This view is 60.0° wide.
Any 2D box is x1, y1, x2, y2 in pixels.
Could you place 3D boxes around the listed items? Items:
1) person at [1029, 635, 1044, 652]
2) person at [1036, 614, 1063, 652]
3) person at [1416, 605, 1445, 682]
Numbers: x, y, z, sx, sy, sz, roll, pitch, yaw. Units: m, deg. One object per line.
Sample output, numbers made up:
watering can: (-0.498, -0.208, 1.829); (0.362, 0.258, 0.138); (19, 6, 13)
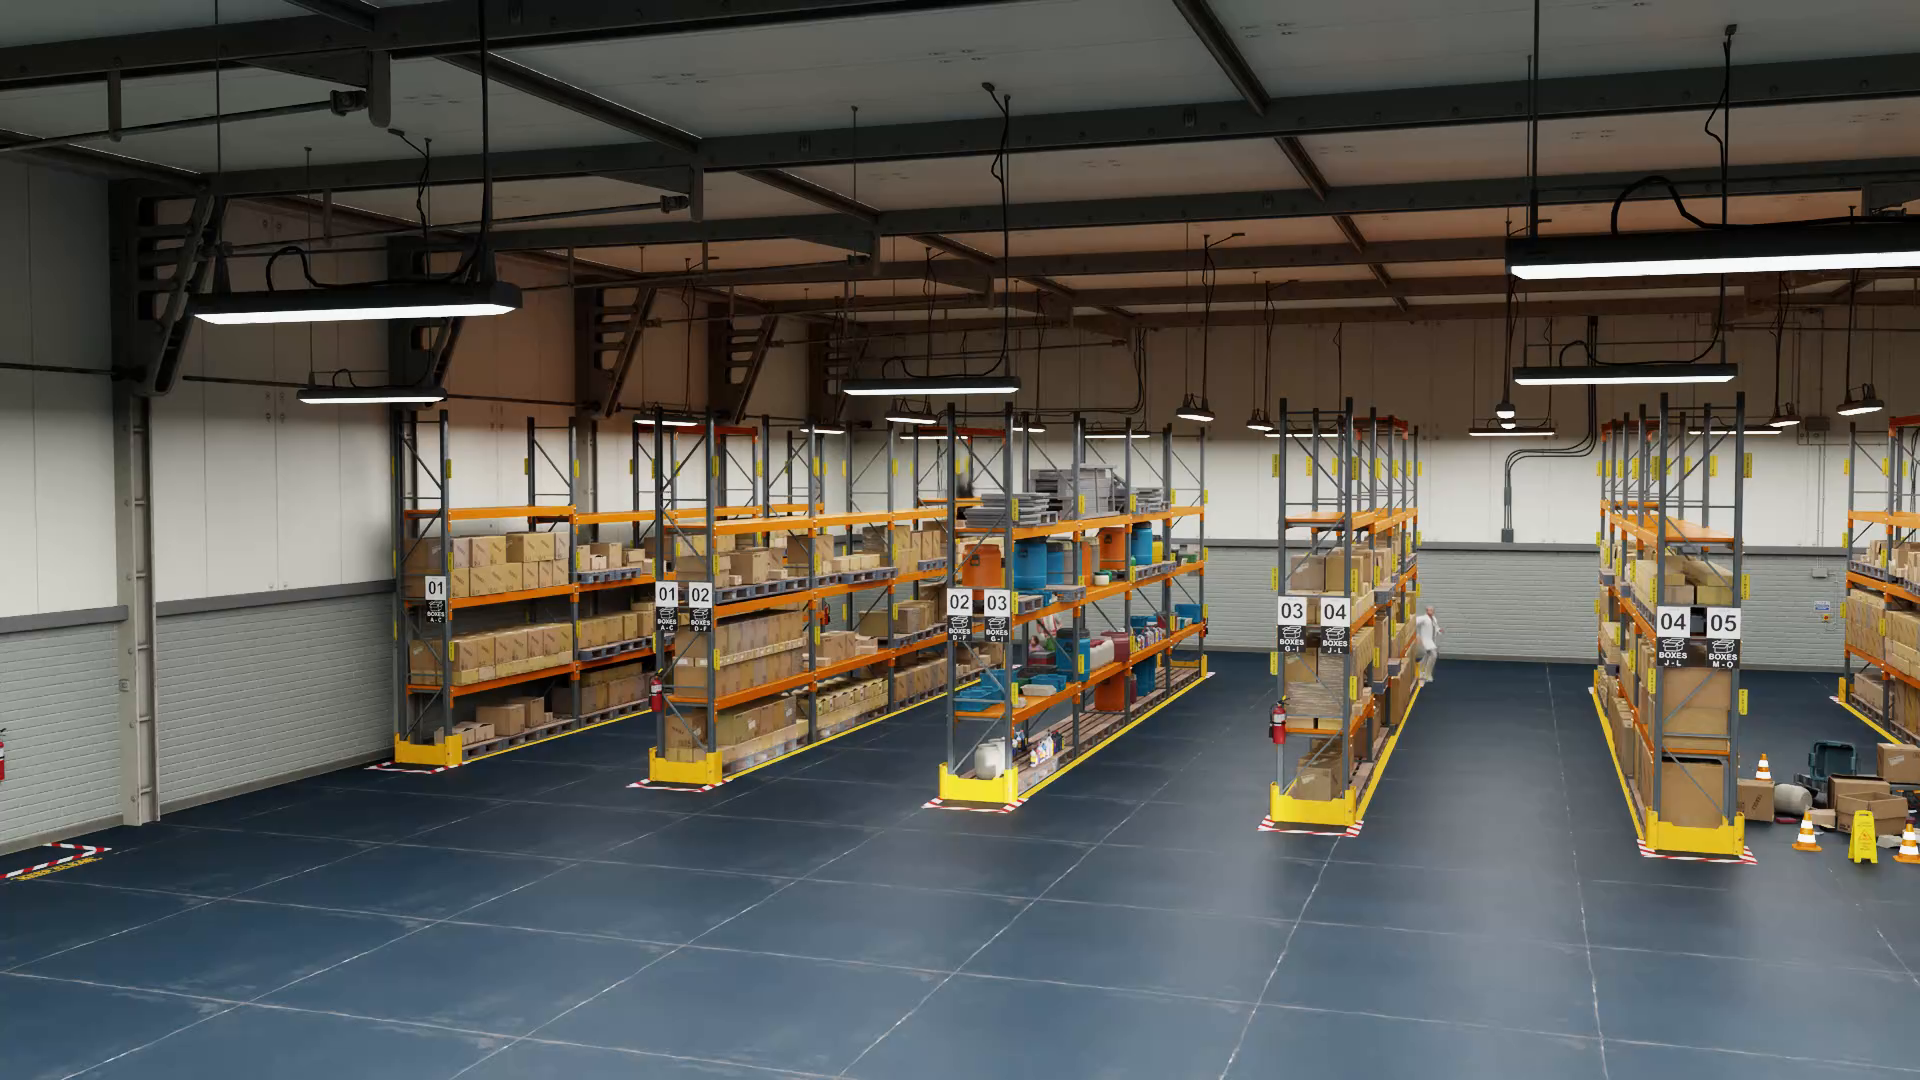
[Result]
person: (1.581, 2.757, 34.240); (0.495, 1.602, 1.017); (1, 3, 21)
person: (2.230, 2.400, 41.051); (0.708, 1.694, 0.648); (0, 2, 4)
person: (11.062, 2.451, 39.313); (0.729, 1.820, 0.797); (-2, 3, -40)
